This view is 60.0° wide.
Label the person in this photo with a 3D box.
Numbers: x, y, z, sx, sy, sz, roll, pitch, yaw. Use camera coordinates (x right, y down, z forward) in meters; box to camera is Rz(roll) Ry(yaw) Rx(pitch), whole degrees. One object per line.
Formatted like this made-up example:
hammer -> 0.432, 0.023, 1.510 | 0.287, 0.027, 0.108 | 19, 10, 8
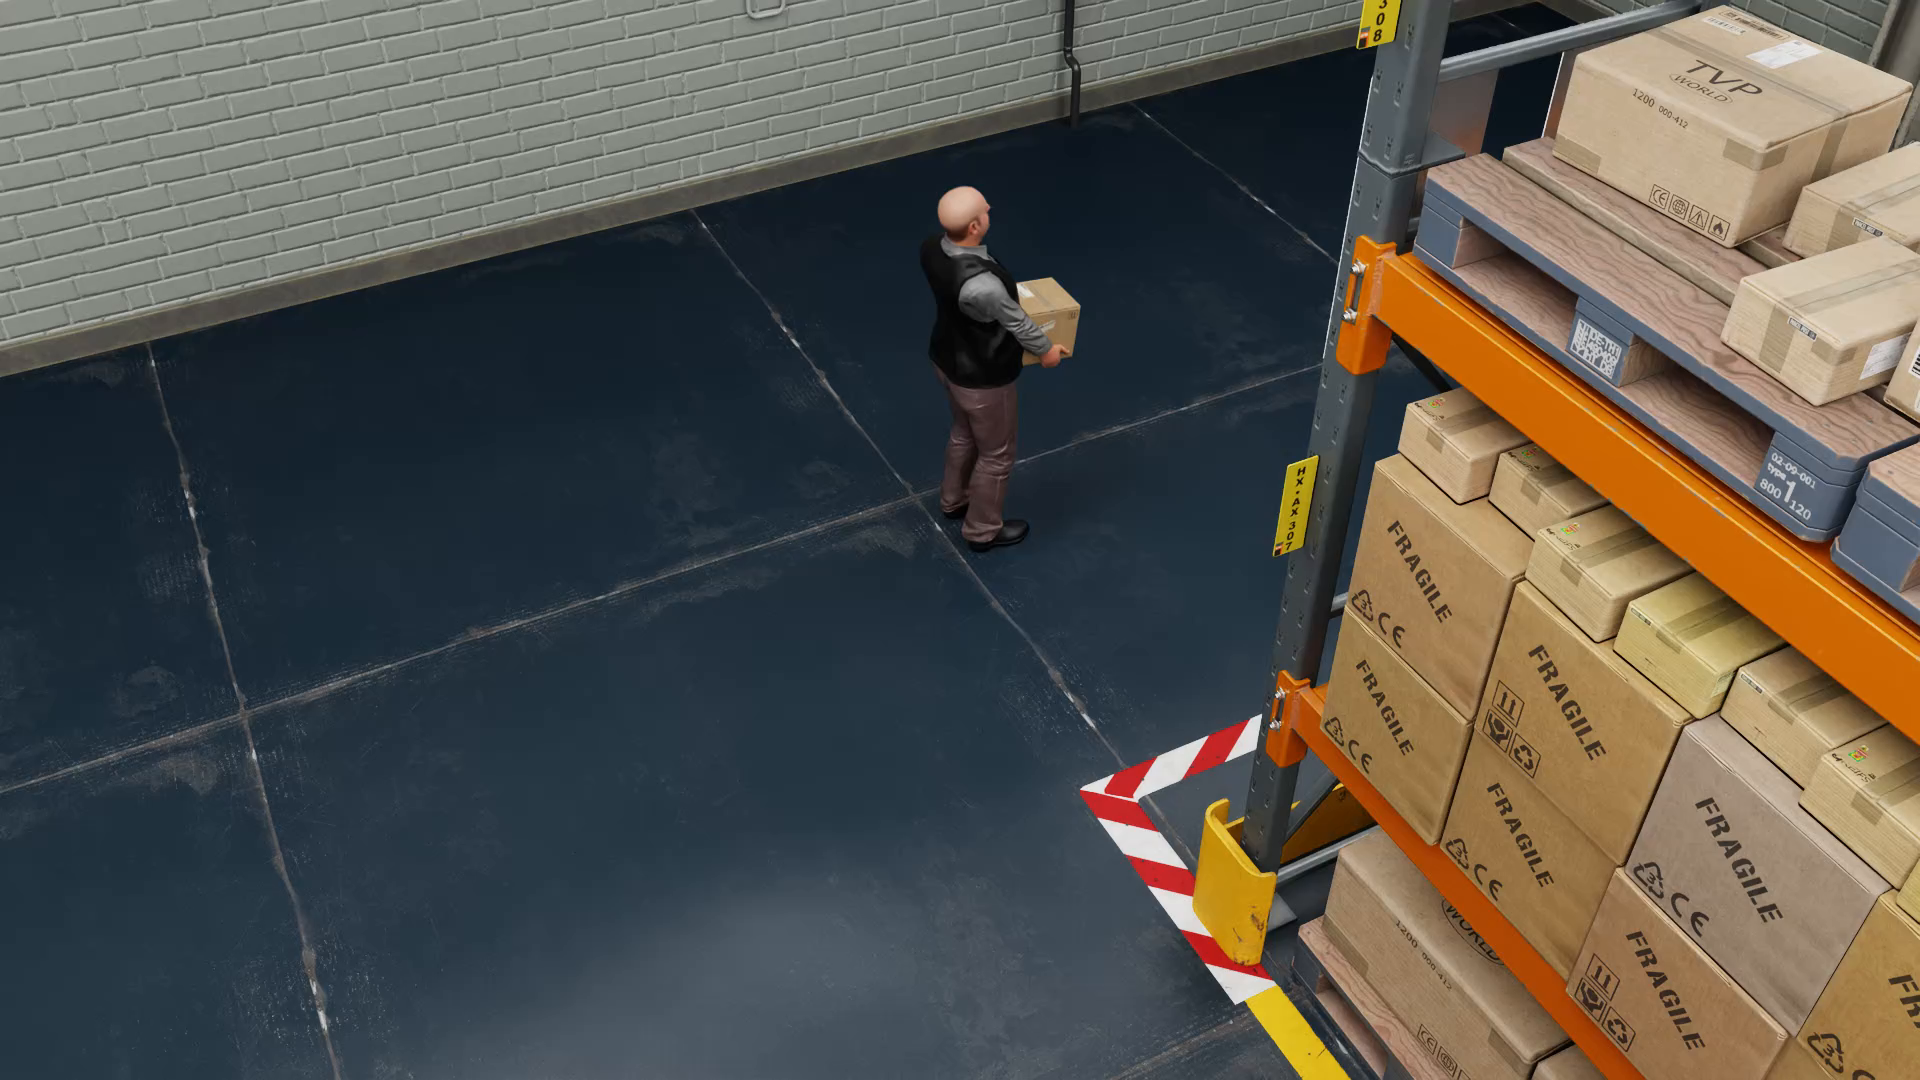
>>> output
person -> 0.146, -0.753, 7.050 | 0.551, 1.711, 0.494 | -18, 44, -20
